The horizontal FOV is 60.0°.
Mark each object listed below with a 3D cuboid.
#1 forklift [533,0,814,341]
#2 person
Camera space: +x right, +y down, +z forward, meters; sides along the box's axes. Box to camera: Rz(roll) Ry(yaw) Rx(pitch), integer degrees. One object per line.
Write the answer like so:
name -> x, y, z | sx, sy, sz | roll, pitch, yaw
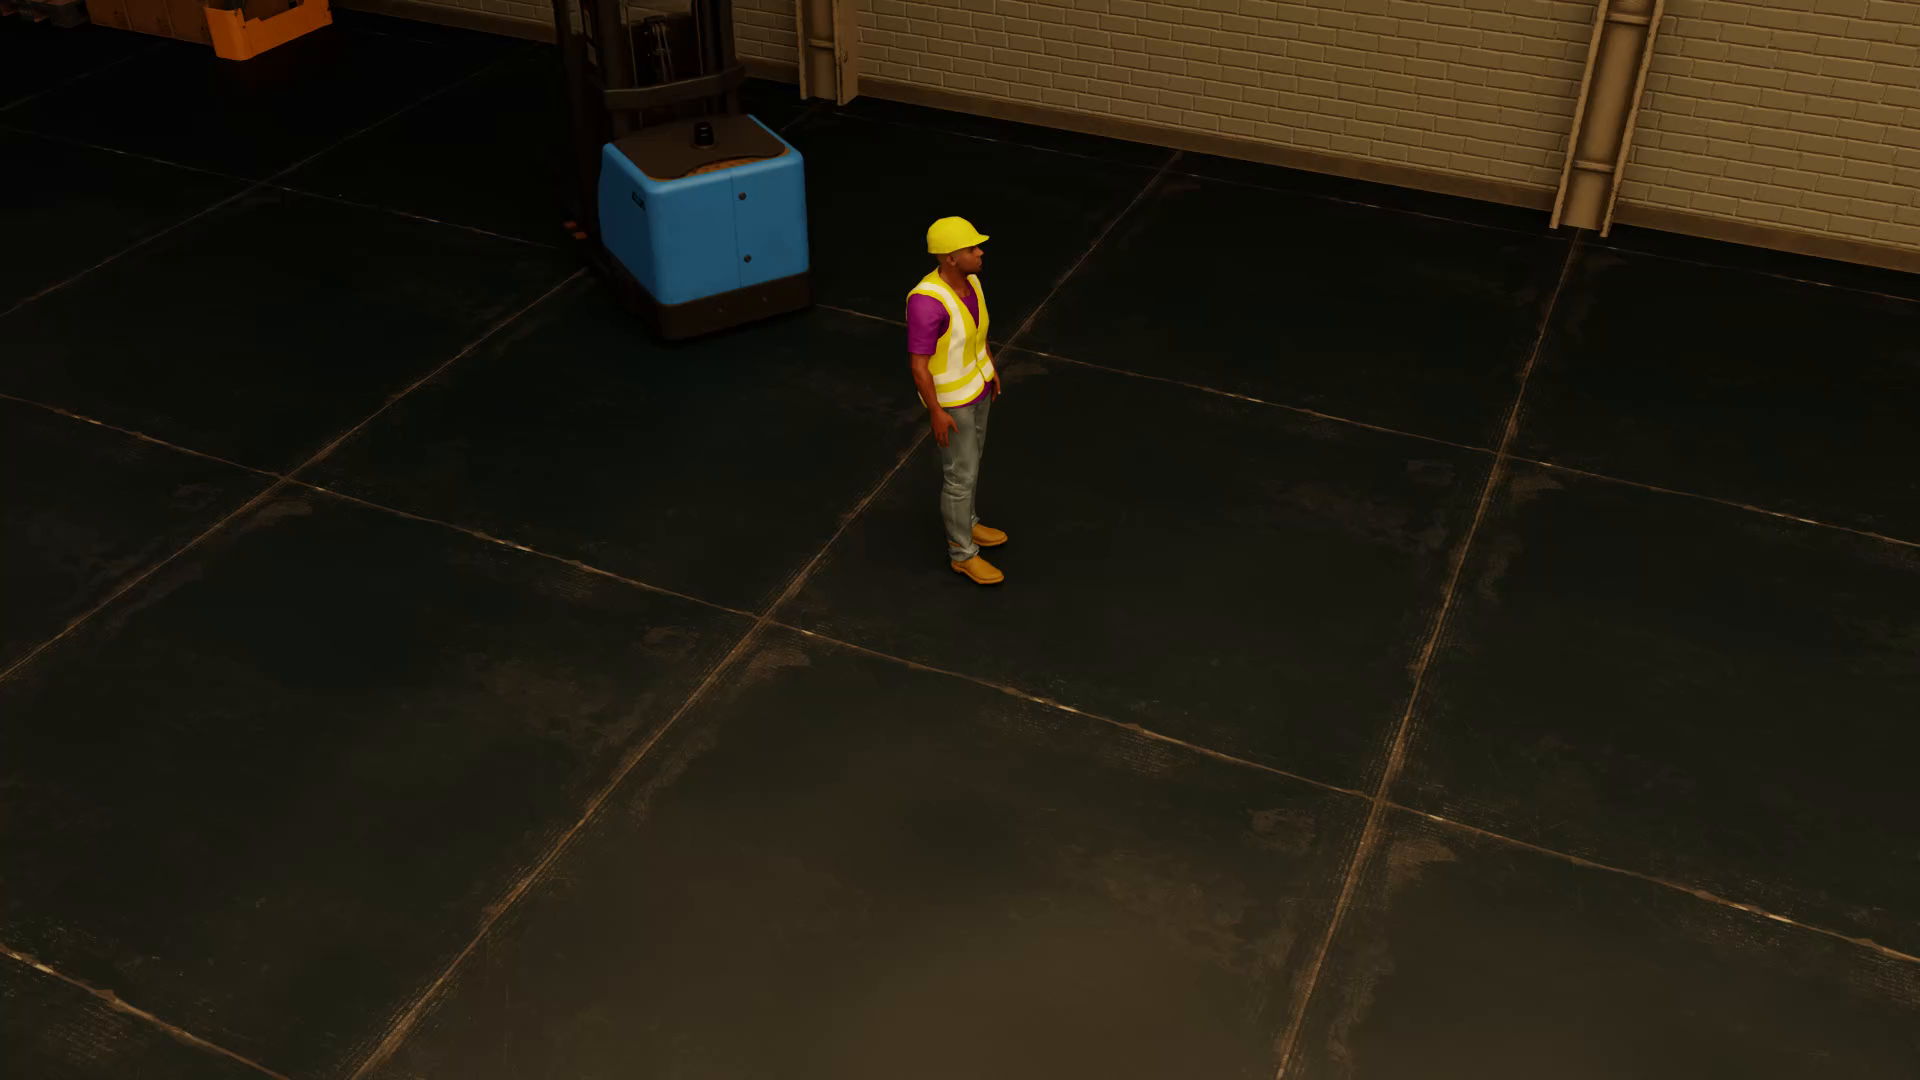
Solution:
forklift -> -2.106, -3.247, 10.639 | 1.130, 2.935, 3.031 | -19, 40, -24
person -> 0.060, -0.705, 8.066 | 0.577, 1.765, 0.666 | 15, 38, 20
